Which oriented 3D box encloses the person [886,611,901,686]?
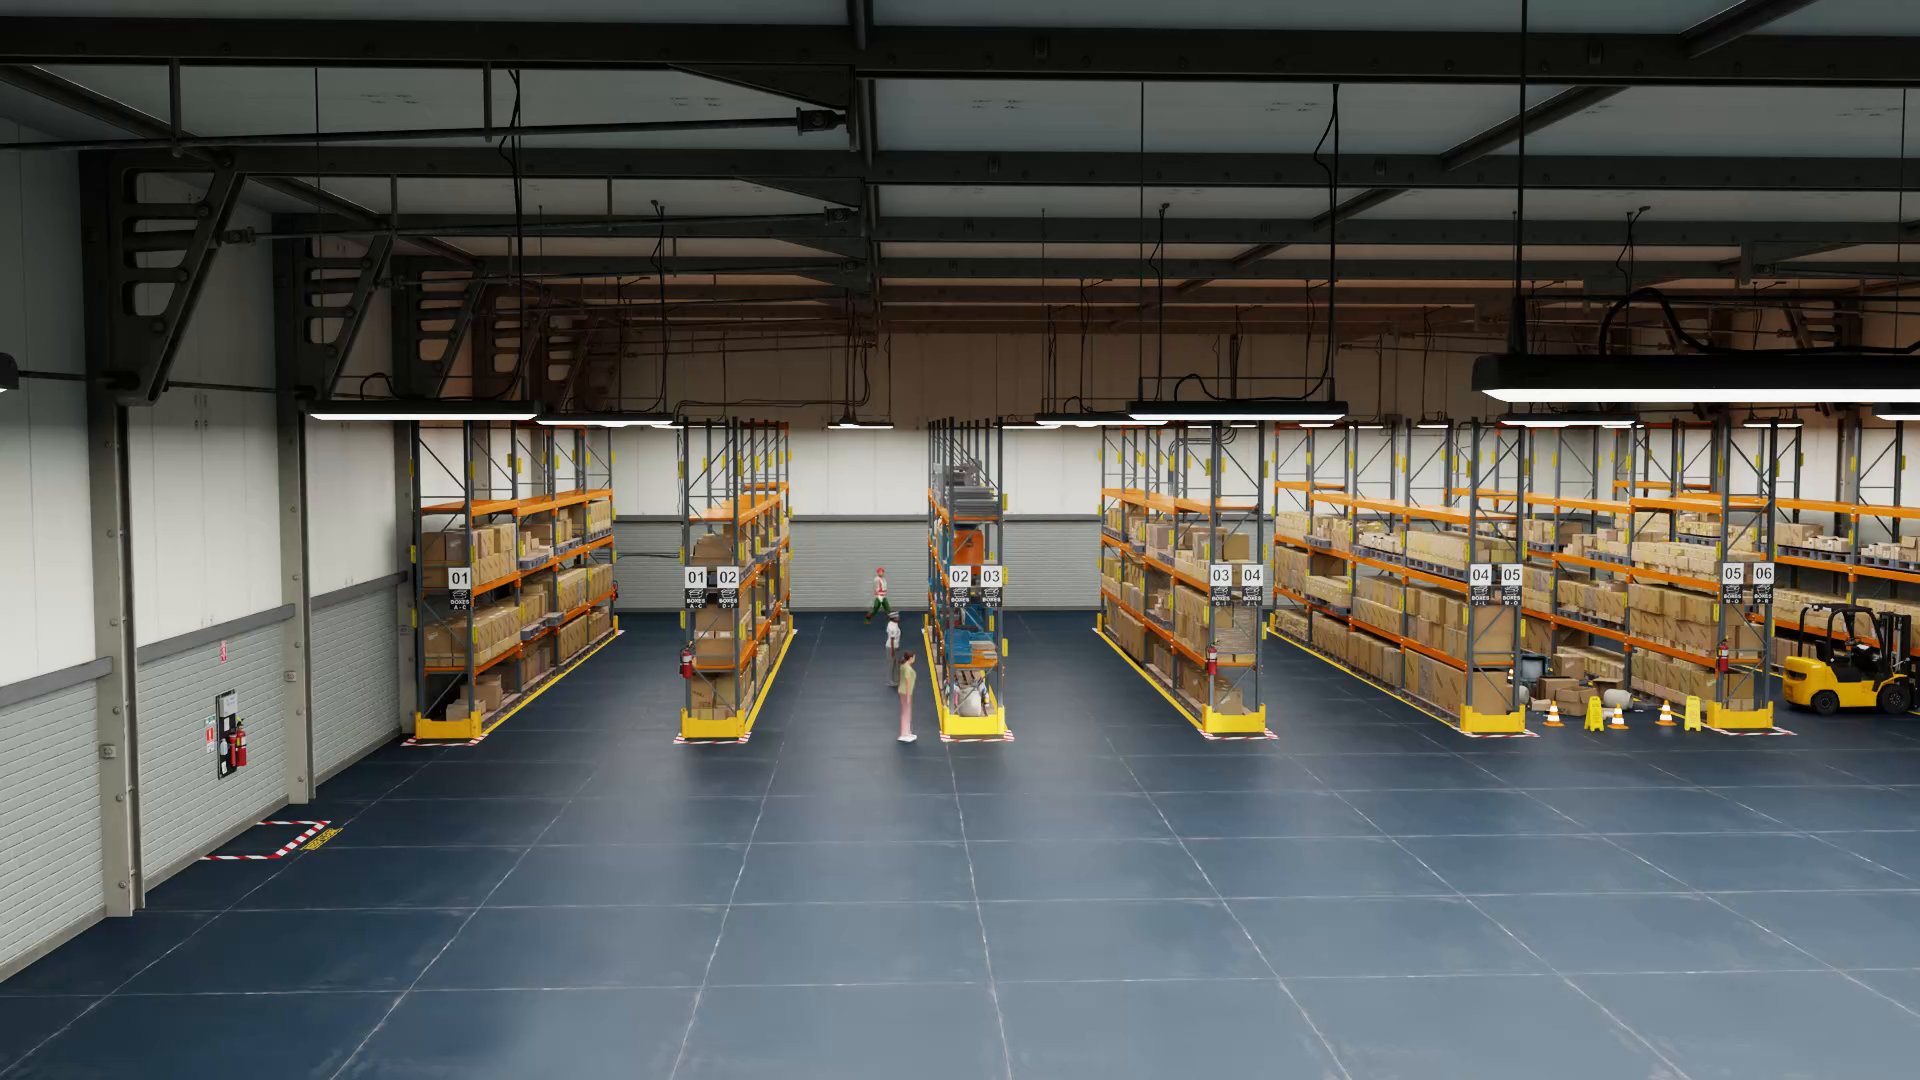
[{"bbox_3d":[-1.471,2.442,37.410,0.417,1.688,0.460,0,4,5],"label":"person"}]

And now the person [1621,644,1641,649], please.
[{"bbox_3d":[17.639,2.076,43.736,0.502,1.562,0.842,-1,4,-20],"label":"person"}]

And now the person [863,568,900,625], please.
[{"bbox_3d":[-2.293,1.677,48.766,1.082,1.730,0.681,1,4,15],"label":"person"}]

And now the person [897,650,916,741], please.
[{"bbox_3d":[-0.978,2.872,30.812,0.348,1.687,0.475,-1,4,-15],"label":"person"}]
